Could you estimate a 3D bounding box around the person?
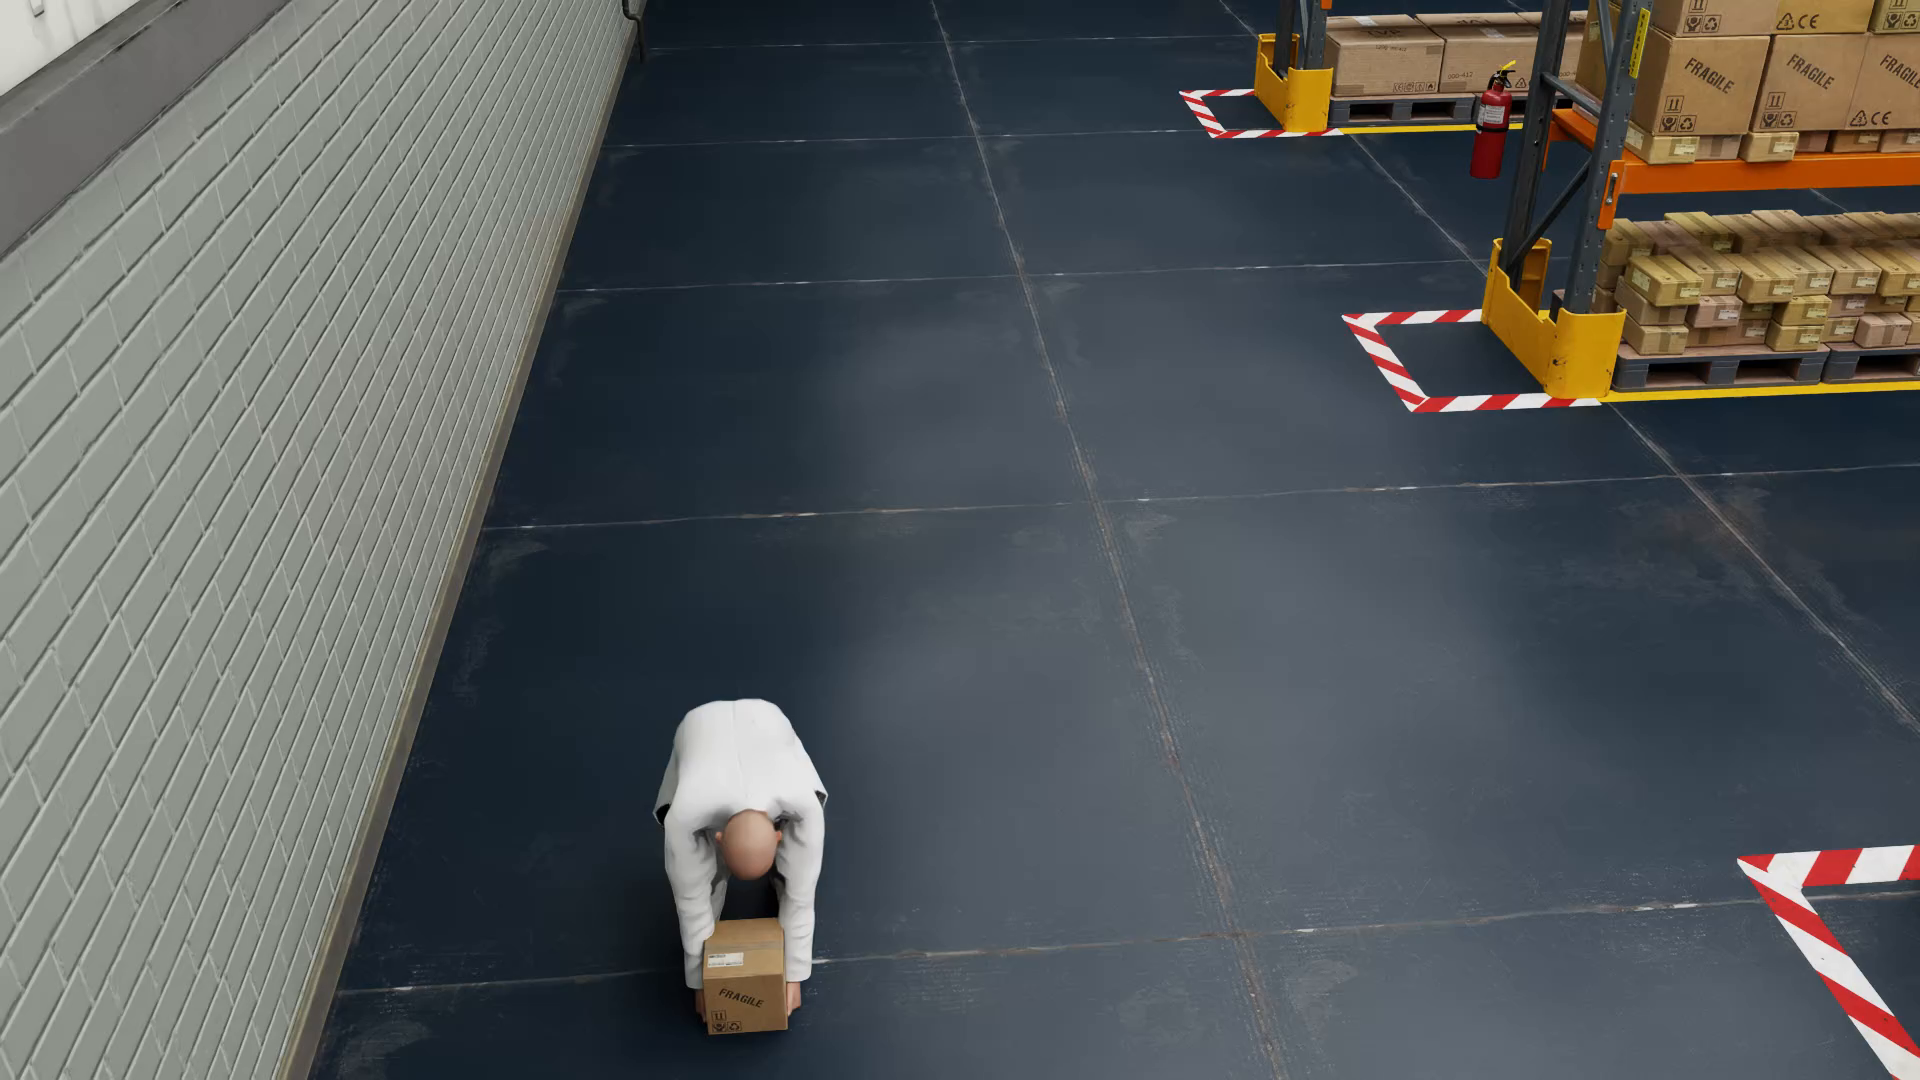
[{"bbox_3d":[-0.715,0.986,5.472,0.577,0.811,0.942,-3,31,-6],"label":"person"}]
